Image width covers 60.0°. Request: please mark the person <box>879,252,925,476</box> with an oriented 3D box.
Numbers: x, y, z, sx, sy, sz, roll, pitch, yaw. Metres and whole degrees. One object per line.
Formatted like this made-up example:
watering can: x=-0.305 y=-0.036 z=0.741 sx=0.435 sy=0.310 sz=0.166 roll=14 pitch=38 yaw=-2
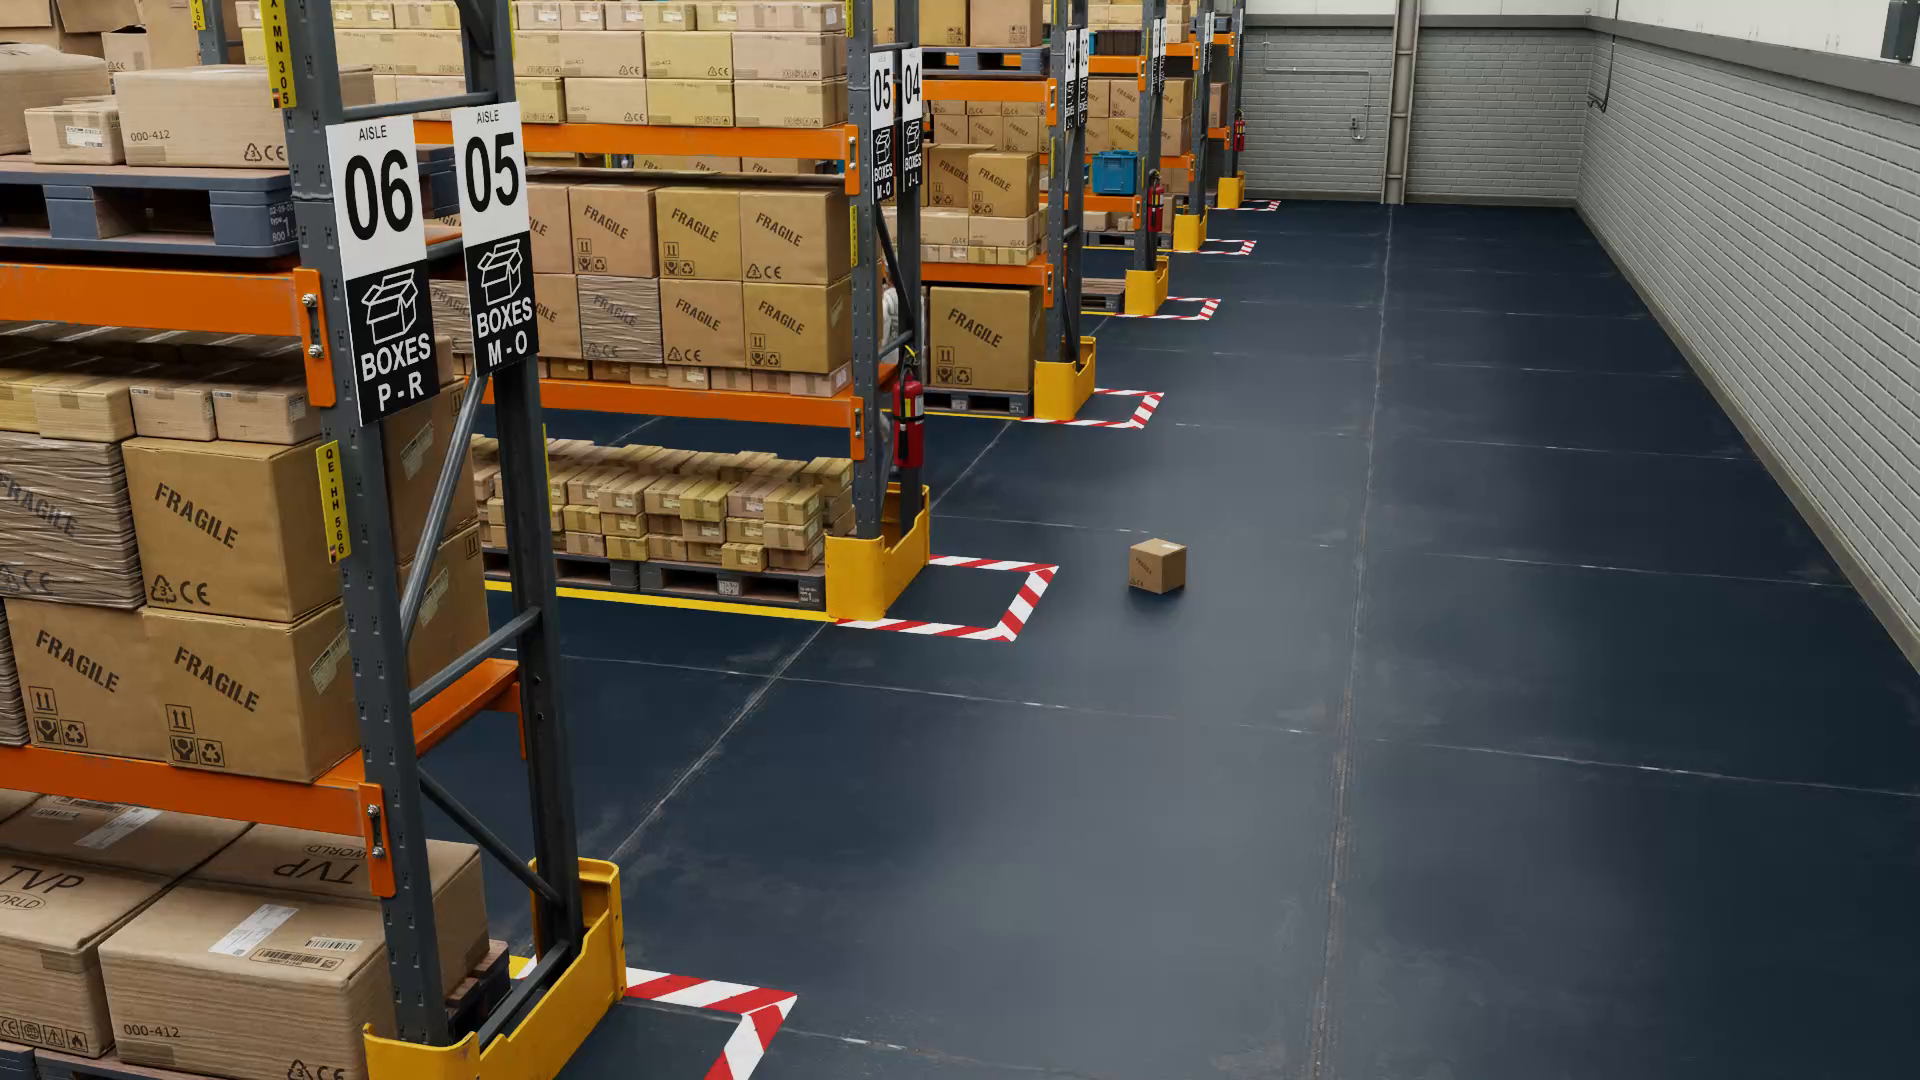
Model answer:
person: x=-0.501 y=-1.302 z=12.353 sx=0.502 sy=1.682 sz=0.443 roll=-16 pitch=24 yaw=-40
